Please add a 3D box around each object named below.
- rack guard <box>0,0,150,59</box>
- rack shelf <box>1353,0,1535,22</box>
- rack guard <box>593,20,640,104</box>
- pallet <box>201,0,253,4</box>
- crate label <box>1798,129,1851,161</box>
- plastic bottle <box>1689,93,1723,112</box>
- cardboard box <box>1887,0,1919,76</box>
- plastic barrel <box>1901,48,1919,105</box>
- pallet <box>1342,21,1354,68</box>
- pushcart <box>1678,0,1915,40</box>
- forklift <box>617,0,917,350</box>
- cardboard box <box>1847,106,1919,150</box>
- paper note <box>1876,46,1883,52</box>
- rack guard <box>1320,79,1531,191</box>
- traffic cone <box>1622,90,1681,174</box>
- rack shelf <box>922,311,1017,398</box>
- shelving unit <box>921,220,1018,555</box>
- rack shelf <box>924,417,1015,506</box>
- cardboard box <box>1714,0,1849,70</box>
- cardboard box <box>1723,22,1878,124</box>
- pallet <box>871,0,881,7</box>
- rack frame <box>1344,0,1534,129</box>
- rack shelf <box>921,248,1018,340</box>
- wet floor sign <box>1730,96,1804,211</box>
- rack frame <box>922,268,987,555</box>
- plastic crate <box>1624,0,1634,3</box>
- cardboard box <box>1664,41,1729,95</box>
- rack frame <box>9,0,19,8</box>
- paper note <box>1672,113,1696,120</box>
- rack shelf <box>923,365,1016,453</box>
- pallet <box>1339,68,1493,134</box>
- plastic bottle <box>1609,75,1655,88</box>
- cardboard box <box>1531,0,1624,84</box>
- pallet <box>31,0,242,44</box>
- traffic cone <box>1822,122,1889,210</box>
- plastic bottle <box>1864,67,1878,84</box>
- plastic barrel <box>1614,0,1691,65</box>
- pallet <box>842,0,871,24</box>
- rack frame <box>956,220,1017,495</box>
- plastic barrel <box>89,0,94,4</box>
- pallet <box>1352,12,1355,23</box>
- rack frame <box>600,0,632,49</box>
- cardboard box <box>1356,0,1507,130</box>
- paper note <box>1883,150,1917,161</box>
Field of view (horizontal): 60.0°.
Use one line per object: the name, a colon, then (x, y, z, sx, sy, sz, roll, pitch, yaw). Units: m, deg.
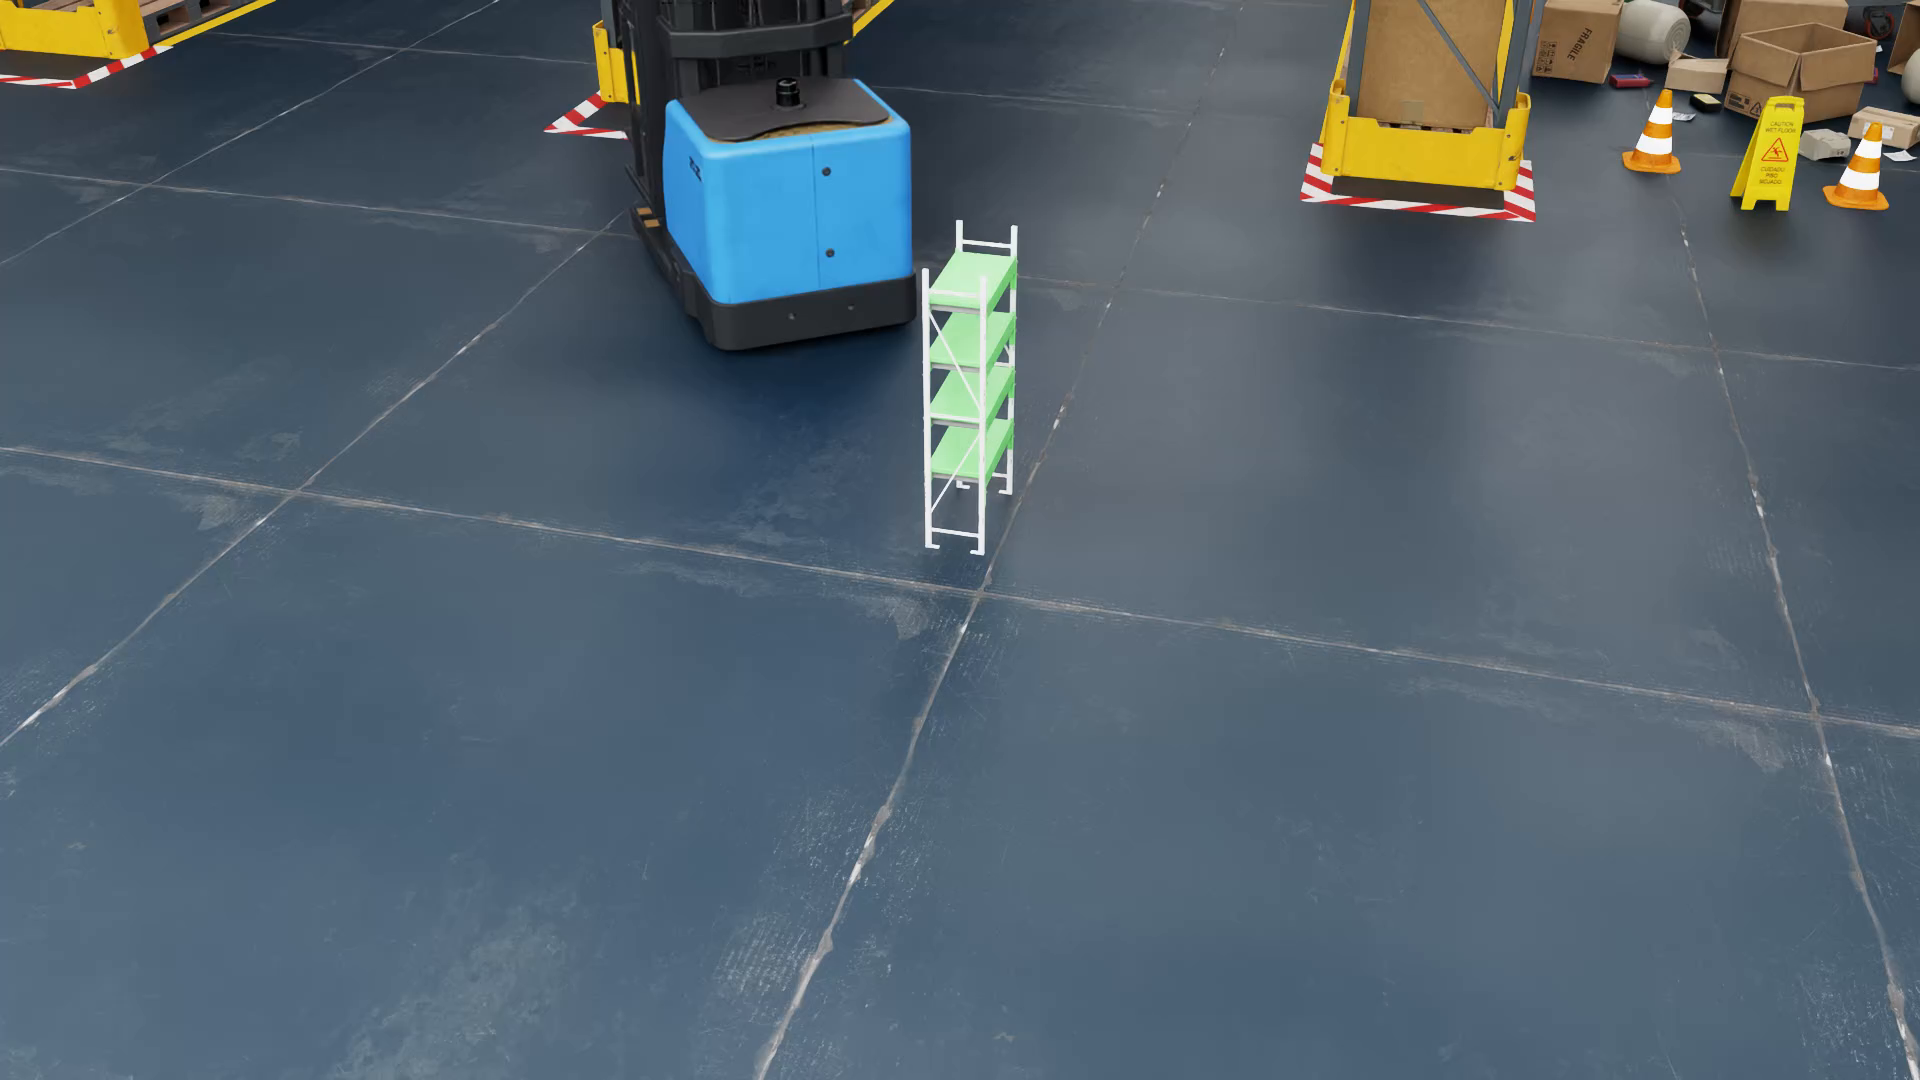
rack guard: (-6.741, -3.950, 12.498, 1.175, 0.500, 0.348, 8, 33, 12)
rack shelf: (3.355, -4.291, 11.375, 1.077, 0.370, 4.000, 8, 33, 12)
rack guard: (-1.905, -3.269, 11.427, 1.175, 0.500, 0.348, 8, 33, 12)
pallet: (-6.218, -4.880, 14.230, 1.003, 0.211, 1.213, 8, 33, 12)
crate label: (5.502, -2.517, 10.582, 0.250, 0.136, 0.298, -8, 33, -13)
plastic bottle: (5.114, -3.015, 11.436, 0.133, 0.061, 0.283, -3, 33, -4)
cardboard box: (7.089, -3.587, 11.924, 0.500, 0.500, 0.500, -21, 38, -29)
plastic barrel: (6.721, -3.126, 11.273, 0.421, 0.421, 0.512, -21, 38, -29)
pallet: (3.287, -3.437, 11.960, 1.003, 0.211, 1.213, 8, 33, 12)
pushcart: (6.459, -4.189, 12.988, 1.648, 0.377, 0.936, -3, 33, -4)
forklift: (-1.227, -2.936, 8.637, 1.130, 2.935, 3.031, -12, 34, -18)
cardboard box: (6.040, -2.687, 10.839, 0.380, 0.149, 0.250, 28, 42, 36)
paper note: (6.892, -3.716, 12.566, 0.148, 0.019, 0.142, 8, 33, 12)
rack guard: (2.842, -2.490, 10.200, 1.175, 0.500, 0.348, 8, 33, 12)
traffic cone: (4.356, -2.569, 10.359, 0.336, 0.463, 0.334, 8, 33, 12)
rack shelf: (0.042, -0.741, 6.469, 0.258, 0.148, 0.480, 8, 33, 12)
shelving unit: (0.042, -0.592, 6.563, 0.258, 1.200, 0.503, 8, 33, 12)
rack shelf: (0.042, -0.336, 6.726, 0.258, 0.148, 0.480, 8, 33, 12)
cardboard box: (5.888, -3.682, 11.946, 0.797, 0.637, 0.503, 8, 33, 12)
cardboard box: (5.658, -3.138, 11.218, 0.797, 0.503, 0.637, -14, 35, -21)
pallet: (-1.045, -4.830, 14.152, 1.003, 0.211, 1.213, 8, 33, 12)
rack frame: (2.848, -3.557, 9.549, 1.000, 3.000, 0.127, 8, 33, 12)
rack shelf: (0.042, -0.943, 6.340, 0.258, 0.148, 0.480, 8, 33, 12)
wet floor sign: (4.756, -2.279, 9.733, 0.267, 0.644, 0.232, 3, 33, 4)
rack frame: (-0.020, -0.466, 6.364, 0.240, 1.200, 0.015, 8, 33, 12)
plastic crate: (5.086, -4.202, 13.131, 0.662, 0.188, 0.450, -28, 32, -37)
cardboard box: (5.208, -3.336, 11.751, 0.396, 0.266, 0.258, 14, 35, 21)
rack frame: (-6.715, -4.959, 11.755, 1.000, 3.000, 0.127, 8, 33, 12)
paper note: (4.877, -2.864, 11.229, 0.144, 0.017, 0.142, 20, 38, 29)
rack shelf: (0.042, -0.538, 6.598, 0.258, 0.148, 0.480, 8, 33, 12)
pallet: (2.975, -2.806, 10.967, 1.003, 0.211, 1.213, 8, 33, 12)
plastic bottle: (4.783, -3.265, 11.828, 0.283, 0.061, 0.133, -3, 33, -4)
cardboard box: (4.462, -3.634, 11.998, 0.500, 0.500, 0.500, 14, 35, 21)
pallet: (-6.530, -4.249, 13.237, 1.003, 0.211, 1.213, 8, 33, 12)
traffic cone: (5.363, -2.239, 9.840, 0.336, 0.463, 0.334, 8, 33, 12)
plastic bottle: (6.535, -3.357, 11.974, 0.133, 0.061, 0.283, 14, 35, 21)
plastic barrel: (5.059, -3.748, 12.251, 0.421, 0.421, 0.512, -21, 38, -29)
pallet: (-1.353, -4.195, 13.153, 1.003, 0.211, 1.213, 8, 33, 12)
rack frame: (0.104, -0.719, 6.762, 0.240, 1.200, 0.015, 8, 33, 12)
plastic barrel: (-6.622, -4.438, 12.863, 0.421, 0.512, 0.421, 0, 32, 0)
pallet: (3.594, -4.072, 12.959, 1.003, 0.211, 1.213, 8, 33, 12)
rack frame: (-1.924, -4.285, 10.694, 1.000, 3.000, 0.127, 8, 33, 12)
cardboard box: (2.956, -3.199, 10.574, 0.875, 0.875, 0.875, 8, 33, 13)
paper note: (5.976, -2.444, 10.566, 0.148, 0.019, 0.142, -3, 33, -4)
